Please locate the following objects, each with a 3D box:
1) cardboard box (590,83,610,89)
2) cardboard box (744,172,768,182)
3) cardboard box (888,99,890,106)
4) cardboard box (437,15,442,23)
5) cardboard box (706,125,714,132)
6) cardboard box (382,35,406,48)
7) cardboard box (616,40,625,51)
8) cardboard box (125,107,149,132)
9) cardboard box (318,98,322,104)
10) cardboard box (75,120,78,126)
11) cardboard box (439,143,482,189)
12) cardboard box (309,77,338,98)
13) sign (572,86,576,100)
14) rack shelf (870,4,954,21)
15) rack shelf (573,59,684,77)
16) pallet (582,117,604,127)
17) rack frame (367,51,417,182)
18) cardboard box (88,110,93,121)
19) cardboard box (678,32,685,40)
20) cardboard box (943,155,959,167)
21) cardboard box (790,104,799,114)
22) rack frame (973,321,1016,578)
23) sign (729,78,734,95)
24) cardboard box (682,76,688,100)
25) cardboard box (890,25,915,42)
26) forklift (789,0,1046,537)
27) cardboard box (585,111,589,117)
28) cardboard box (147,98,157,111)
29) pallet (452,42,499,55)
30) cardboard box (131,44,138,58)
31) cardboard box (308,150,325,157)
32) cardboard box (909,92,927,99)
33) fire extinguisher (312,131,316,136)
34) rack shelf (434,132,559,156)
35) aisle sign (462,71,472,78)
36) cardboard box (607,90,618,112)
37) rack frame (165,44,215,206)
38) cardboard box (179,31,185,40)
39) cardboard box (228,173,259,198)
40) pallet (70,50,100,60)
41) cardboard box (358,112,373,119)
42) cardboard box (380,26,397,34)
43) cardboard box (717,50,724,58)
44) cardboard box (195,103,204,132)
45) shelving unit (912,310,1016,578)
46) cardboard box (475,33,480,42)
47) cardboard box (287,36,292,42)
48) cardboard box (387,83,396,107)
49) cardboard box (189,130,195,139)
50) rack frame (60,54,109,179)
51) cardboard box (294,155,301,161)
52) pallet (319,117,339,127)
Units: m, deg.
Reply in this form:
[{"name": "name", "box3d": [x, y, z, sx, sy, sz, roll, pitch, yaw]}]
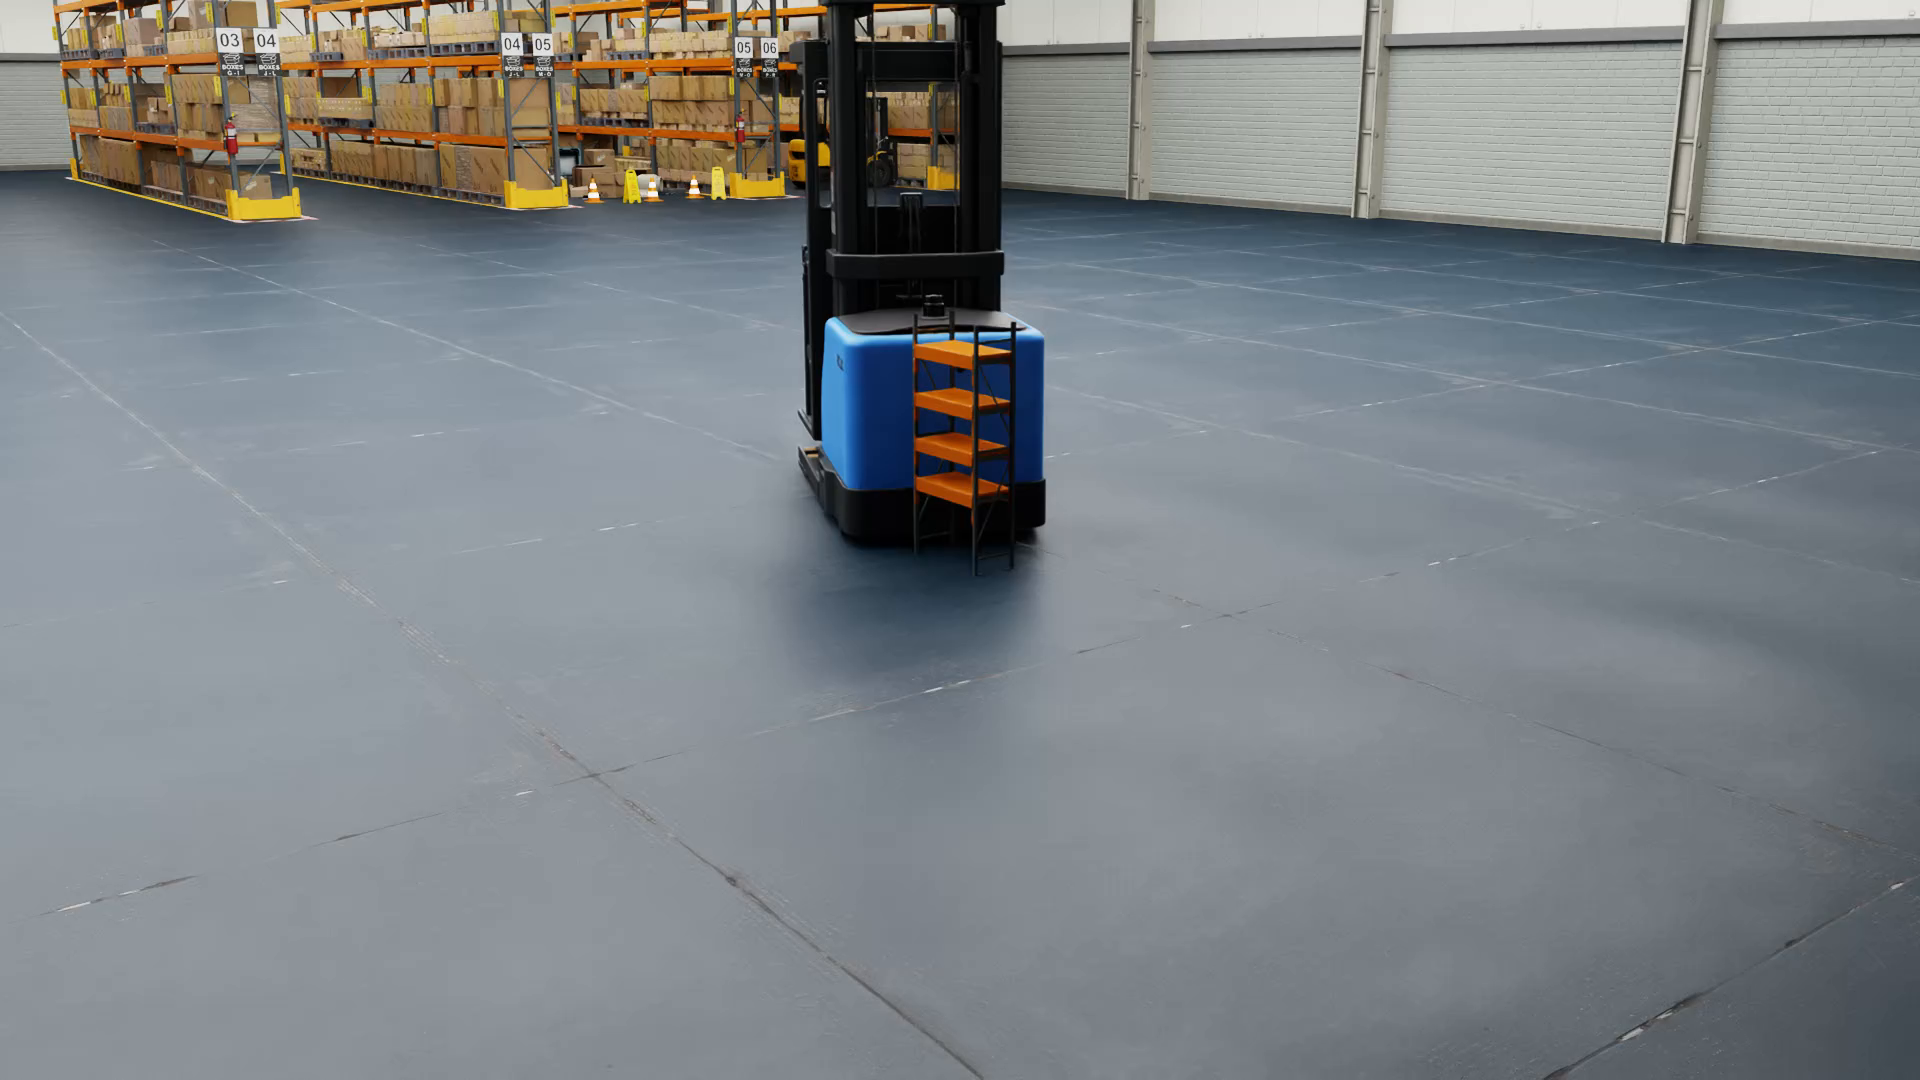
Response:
[{"name": "cardboard box", "box3d": [-9.006, -11.043, 41.159, 0.500, 0.500, 0.500, -12, 19, -36]}, {"name": "cardboard box", "box3d": [-4.461, -7.753, 35.633, 0.500, 0.250, 0.500, -11, 19, -35]}, {"name": "cardboard box", "box3d": [-1.476, -10.162, 38.603, 0.380, 0.149, 0.250, -11, 19, -35]}, {"name": "cardboard box", "box3d": [-10.268, -10.448, 33.365, 0.380, 0.149, 0.250, -11, 19, -35]}, {"name": "cardboard box", "box3d": [-5.151, -8.732, 35.274, 0.380, 0.149, 0.250, -10, 18, -34]}, {"name": "cardboard box", "box3d": [-12.317, -10.909, 36.370, 0.500, 0.250, 0.500, -10, 18, -33]}, {"name": "cardboard box", "box3d": [-7.615, -11.413, 38.398, 0.500, 0.250, 0.500, -11, 19, -34]}, {"name": "cardboard box", "box3d": [-17.421, -8.946, 35.392, 0.500, 0.500, 0.500, -10, 18, -33]}, {"name": "cardboard box", "box3d": [-15.351, -10.647, 40.347, 0.380, 0.149, 0.250, -10, 18, -32]}, {"name": "cardboard box", "box3d": [-21.235, -10.127, 40.370, 0.380, 0.149, 0.250, -11, 19, -35]}, {"name": "cardboard box", "box3d": [-10.194, -7.758, 34.469, 0.875, 0.875, 0.875, -11, 19, -34]}, {"name": "cardboard box", "box3d": [-15.706, -11.166, 41.044, 0.500, 0.500, 0.500, -12, 19, -36]}, {"name": "sign", "box3d": [-9.361, -10.841, 40.311, 0.100, 0.325, 0.005, -11, 19, -35]}, {"name": "rack shelf", "box3d": [-1.374, -12.213, 38.273, 1.077, 0.370, 4.000, -11, 19, -35]}, {"name": "rack shelf", "box3d": [-7.738, -11.042, 38.919, 1.077, 0.370, 4.000, -11, 19, -35]}, {"name": "pallet", "box3d": [-8.409, -10.141, 40.311, 1.213, 0.211, 1.003, -11, 19, -35]}, {"name": "rack frame", "box3d": [-12.859, -9.580, 37.895, 1.000, 3.000, 0.127, -11, 19, -35]}, {"name": "cardboard box", "box3d": [-20.060, -9.920, 38.860, 0.500, 0.250, 0.500, -10, 18, -33]}, {"name": "cardboard box", "box3d": [-5.831, -10.838, 35.776, 0.380, 0.149, 0.250, -11, 19, -35]}, {"name": "cardboard box", "box3d": [-0.306, -8.683, 38.083, 0.500, 0.250, 0.500, -10, 18, -34]}, {"name": "cardboard box", "box3d": [-3.931, -10.850, 41.874, 0.500, 0.250, 0.500, -11, 19, -34]}, {"name": "rack frame", "box3d": [0.162, -0.420, 7.838, 0.240, 1.200, 0.015, -11, 19, -35]}, {"name": "sign", "box3d": [-4.671, -9.290, 34.046, 0.100, 0.325, 0.005, -11, 19, -35]}, {"name": "cardboard box", "box3d": [-5.543, -9.741, 35.836, 0.700, 0.500, 0.500, -11, 19, -35]}, {"name": "cardboard box", "box3d": [-1.176, -11.469, 37.942, 0.700, 0.500, 0.500, -11, 19, -34]}, {"name": "forklift", "box3d": [-0.361, -1.775, 9.509, 1.130, 2.935, 3.031, -3, 16, -11]}, {"name": "cardboard box", "box3d": [-8.874, -10.353, 40.400, 0.380, 0.149, 0.250, -12, 19, -38]}, {"name": "cardboard box", "box3d": [-16.580, -8.973, 34.694, 0.500, 0.500, 0.500, -14, 21, -41]}, {"name": "pallet", "box3d": [-9.321, -9.693, 32.794, 1.003, 0.211, 1.213, -11, 19, -35]}, {"name": "cardboard box", "box3d": [-16.558, -9.956, 33.873, 0.500, 0.250, 0.500, -10, 18, -33]}, {"name": "cardboard box", "box3d": [-16.288, -9.795, 42.160, 0.380, 0.149, 0.250, -12, 19, -37]}, {"name": "cardboard box", "box3d": [-0.925, -10.080, 37.743, 0.380, 0.149, 0.250, -10, 18, -33]}, {"name": "fire extinguisher", "box3d": [-17.337, -11.196, 44.654, 0.296, 0.674, 0.183, -11, 19, -35]}, {"name": "rack shelf", "box3d": [-9.331, -7.951, 33.309, 1.077, 0.370, 4.000, -11, 19, -35]}, {"name": "aisle sign", "box3d": [-13.895, -13.302, 46.571, 0.394, 0.787, 0.004, -11, 19, -35]}, {"name": "cardboard box", "box3d": [-7.919, -10.301, 38.983, 0.500, 0.500, 0.500, -12, 19, -37]}, {"name": "rack frame", "box3d": [-14.578, -7.977, 32.040, 1.000, 3.000, 0.127, -11, 19, -35]}, {"name": "cardboard box", "box3d": [-14.017, -9.203, 30.366, 0.380, 0.149, 0.250, -11, 19, -36]}, {"name": "cardboard box", "box3d": [-12.959, -6.378, 30.137, 0.500, 0.500, 0.500, -6, 16, -20]}, {"name": "pallet", "box3d": [-20.468, -11.526, 39.493, 1.003, 0.211, 1.213, -11, 19, -35]}, {"name": "cardboard box", "box3d": [-13.521, -9.695, 37.997, 0.380, 0.149, 0.250, -10, 18, -34]}, {"name": "cardboard box", "box3d": [-13.177, -11.683, 38.259, 0.396, 0.266, 0.258, -11, 19, -35]}, {"name": "cardboard box", "box3d": [-4.819, -10.068, 34.472, 0.380, 0.149, 0.250, -11, 19, -34]}, {"name": "cardboard box", "box3d": [-13.462, -7.747, 30.445, 0.875, 0.500, 0.500, -11, 19, -35]}, {"name": "shelving unit", "box3d": [0.017, -0.472, 8.027, 0.258, 1.200, 0.503, -11, 19, -35]}, {"name": "cardboard box", "box3d": [-9.072, -9.629, 31.884, 0.380, 0.149, 0.250, -11, 19, -34]}, {"name": "cardboard box", "box3d": [-16.863, -12.703, 42.207, 0.380, 0.149, 0.250, -10, 18, -33]}, {"name": "cardboard box", "box3d": [-12.304, -9.905, 37.000, 0.700, 0.500, 0.500, -11, 19, -35]}, {"name": "cardboard box", "box3d": [-14.121, -7.547, 30.945, 0.380, 0.149, 0.250, -11, 19, -35]}, {"name": "rack frame", "box3d": [-21.634, -10.540, 41.402, 1.000, 3.000, 0.127, -11, 19, -35]}, {"name": "cardboard box", "box3d": [-17.068, -9.930, 43.215, 0.380, 0.149, 0.250, -10, 18, -33]}, {"name": "pallet", "box3d": [-14.879, -10.155, 40.362, 1.003, 0.211, 1.213, -11, 19, -35]}]
